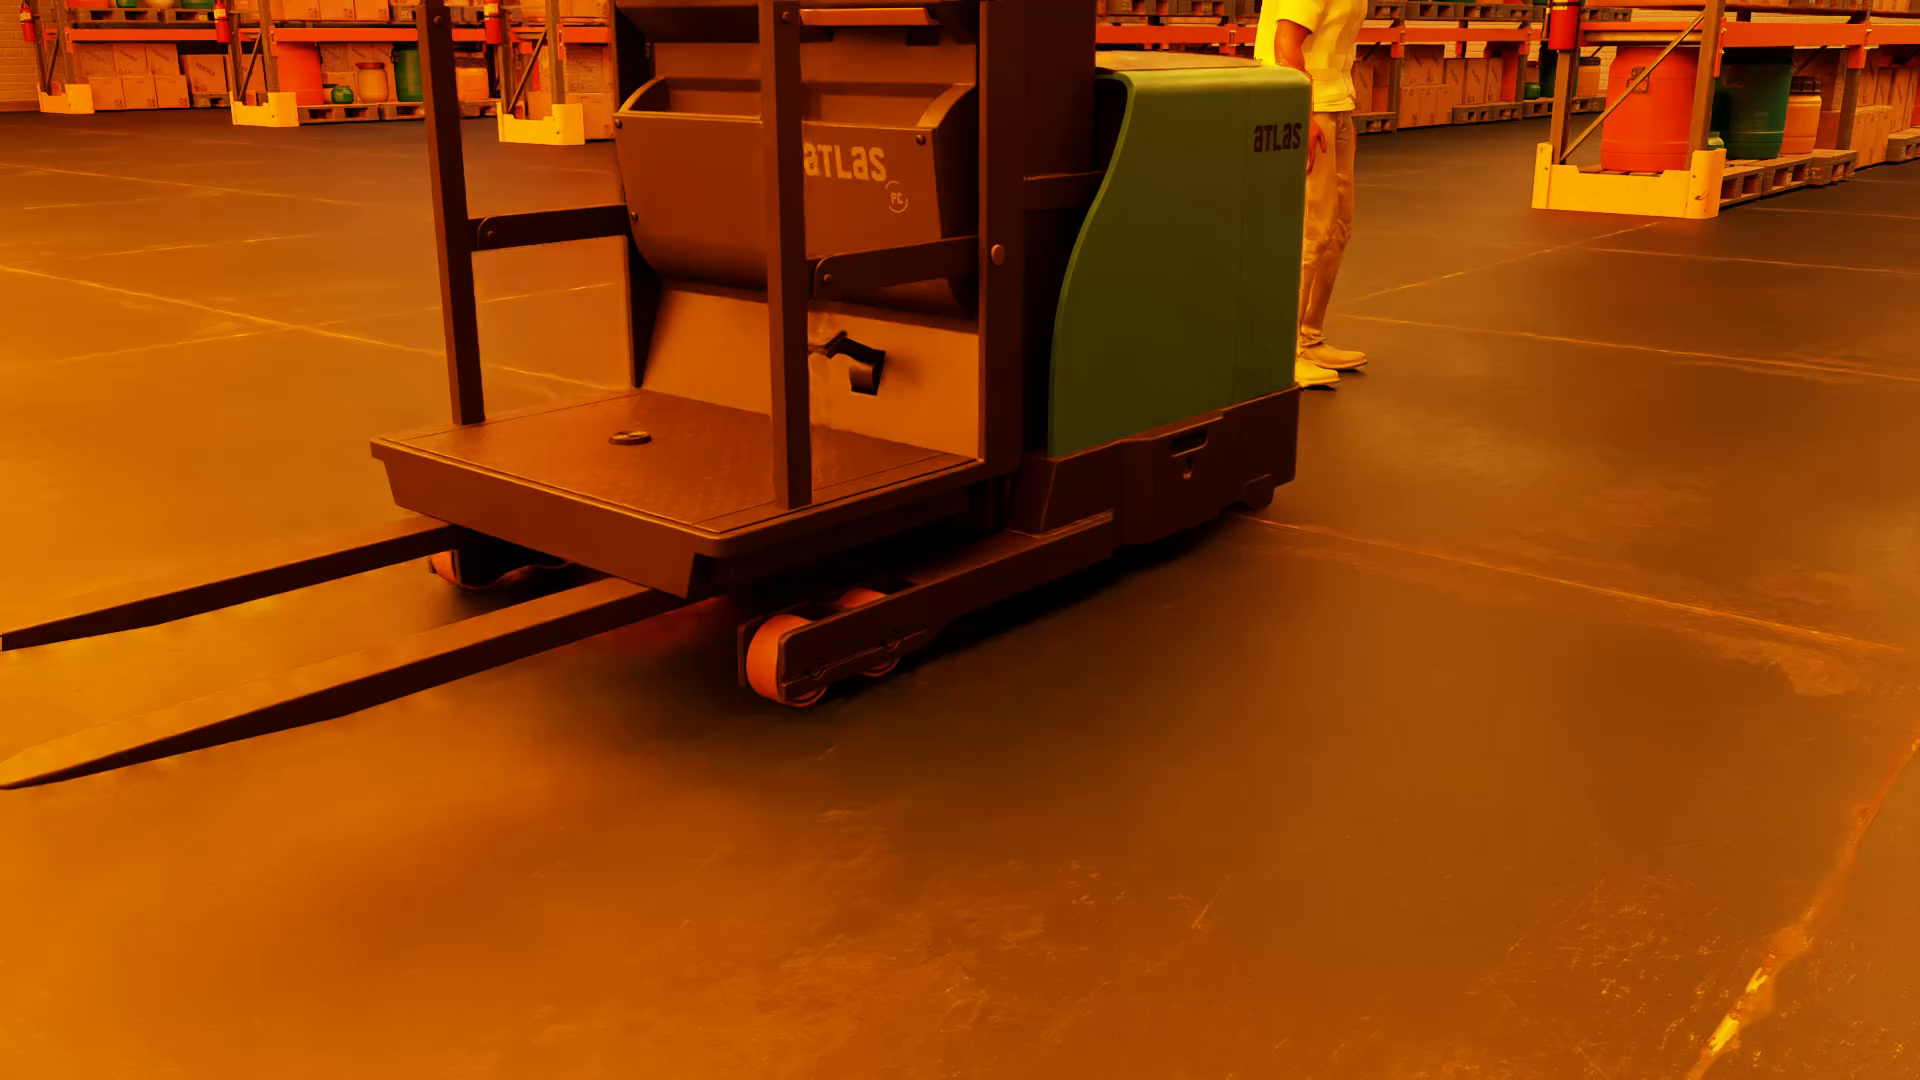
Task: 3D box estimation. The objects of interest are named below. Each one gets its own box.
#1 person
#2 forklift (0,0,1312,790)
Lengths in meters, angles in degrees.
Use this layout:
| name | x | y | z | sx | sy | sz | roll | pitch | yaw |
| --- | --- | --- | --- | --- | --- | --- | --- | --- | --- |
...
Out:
| name | x | y | z | sx | sy | sz | roll | pitch | yaw |
| --- | --- | --- | --- | --- | --- | --- | --- | --- | --- |
| person | 1.228 | -1.432 | 5.639 | 0.462 | 1.759 | 0.627 | 8 | 19 | 26 |
| forklift | -0.491 | -1.269 | 3.075 | 1.130 | 2.935 | 3.031 | 14 | 22 | 39 |
